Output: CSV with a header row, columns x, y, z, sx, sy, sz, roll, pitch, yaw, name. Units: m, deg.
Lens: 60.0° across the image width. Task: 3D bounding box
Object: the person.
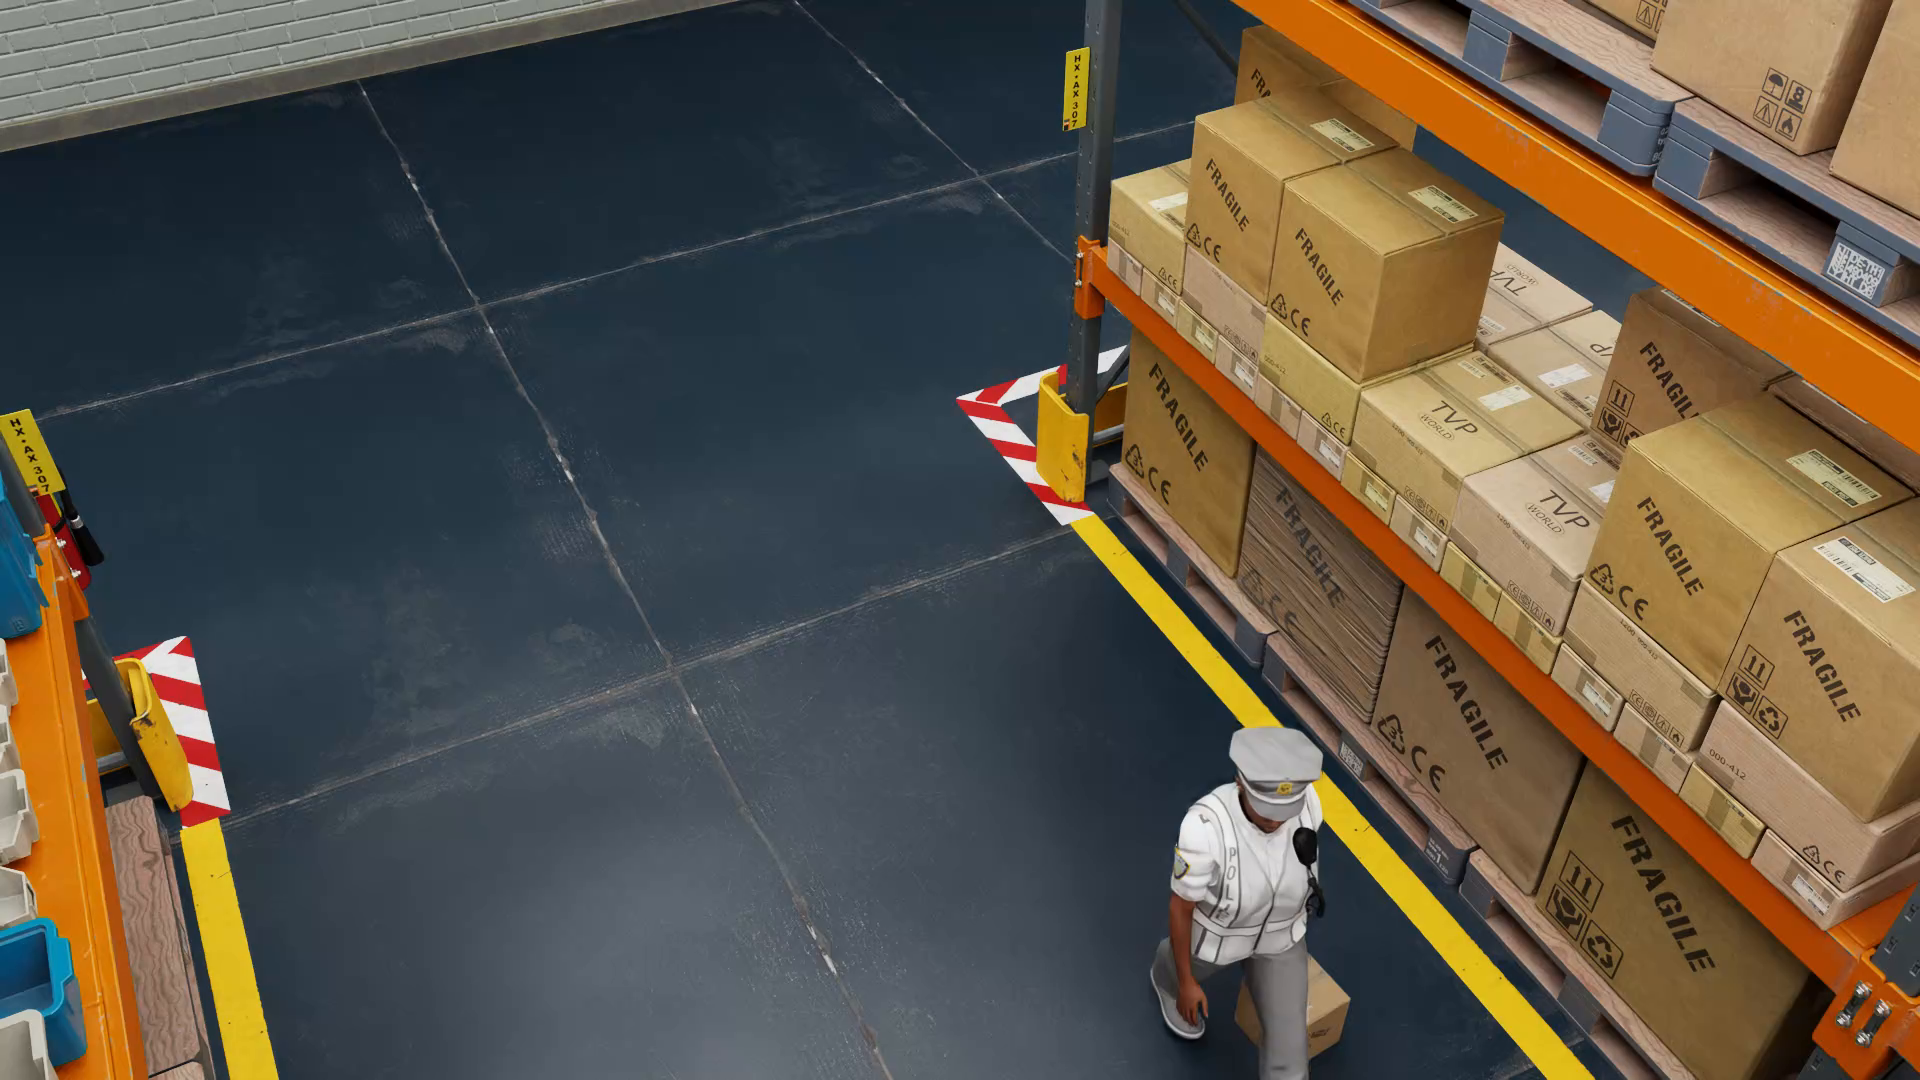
x,y,z,sx,sy,sz,roll,pitch,yaw,name
0.836,1.179,4.811,0.499,1.606,0.963,-8,42,-9,person
